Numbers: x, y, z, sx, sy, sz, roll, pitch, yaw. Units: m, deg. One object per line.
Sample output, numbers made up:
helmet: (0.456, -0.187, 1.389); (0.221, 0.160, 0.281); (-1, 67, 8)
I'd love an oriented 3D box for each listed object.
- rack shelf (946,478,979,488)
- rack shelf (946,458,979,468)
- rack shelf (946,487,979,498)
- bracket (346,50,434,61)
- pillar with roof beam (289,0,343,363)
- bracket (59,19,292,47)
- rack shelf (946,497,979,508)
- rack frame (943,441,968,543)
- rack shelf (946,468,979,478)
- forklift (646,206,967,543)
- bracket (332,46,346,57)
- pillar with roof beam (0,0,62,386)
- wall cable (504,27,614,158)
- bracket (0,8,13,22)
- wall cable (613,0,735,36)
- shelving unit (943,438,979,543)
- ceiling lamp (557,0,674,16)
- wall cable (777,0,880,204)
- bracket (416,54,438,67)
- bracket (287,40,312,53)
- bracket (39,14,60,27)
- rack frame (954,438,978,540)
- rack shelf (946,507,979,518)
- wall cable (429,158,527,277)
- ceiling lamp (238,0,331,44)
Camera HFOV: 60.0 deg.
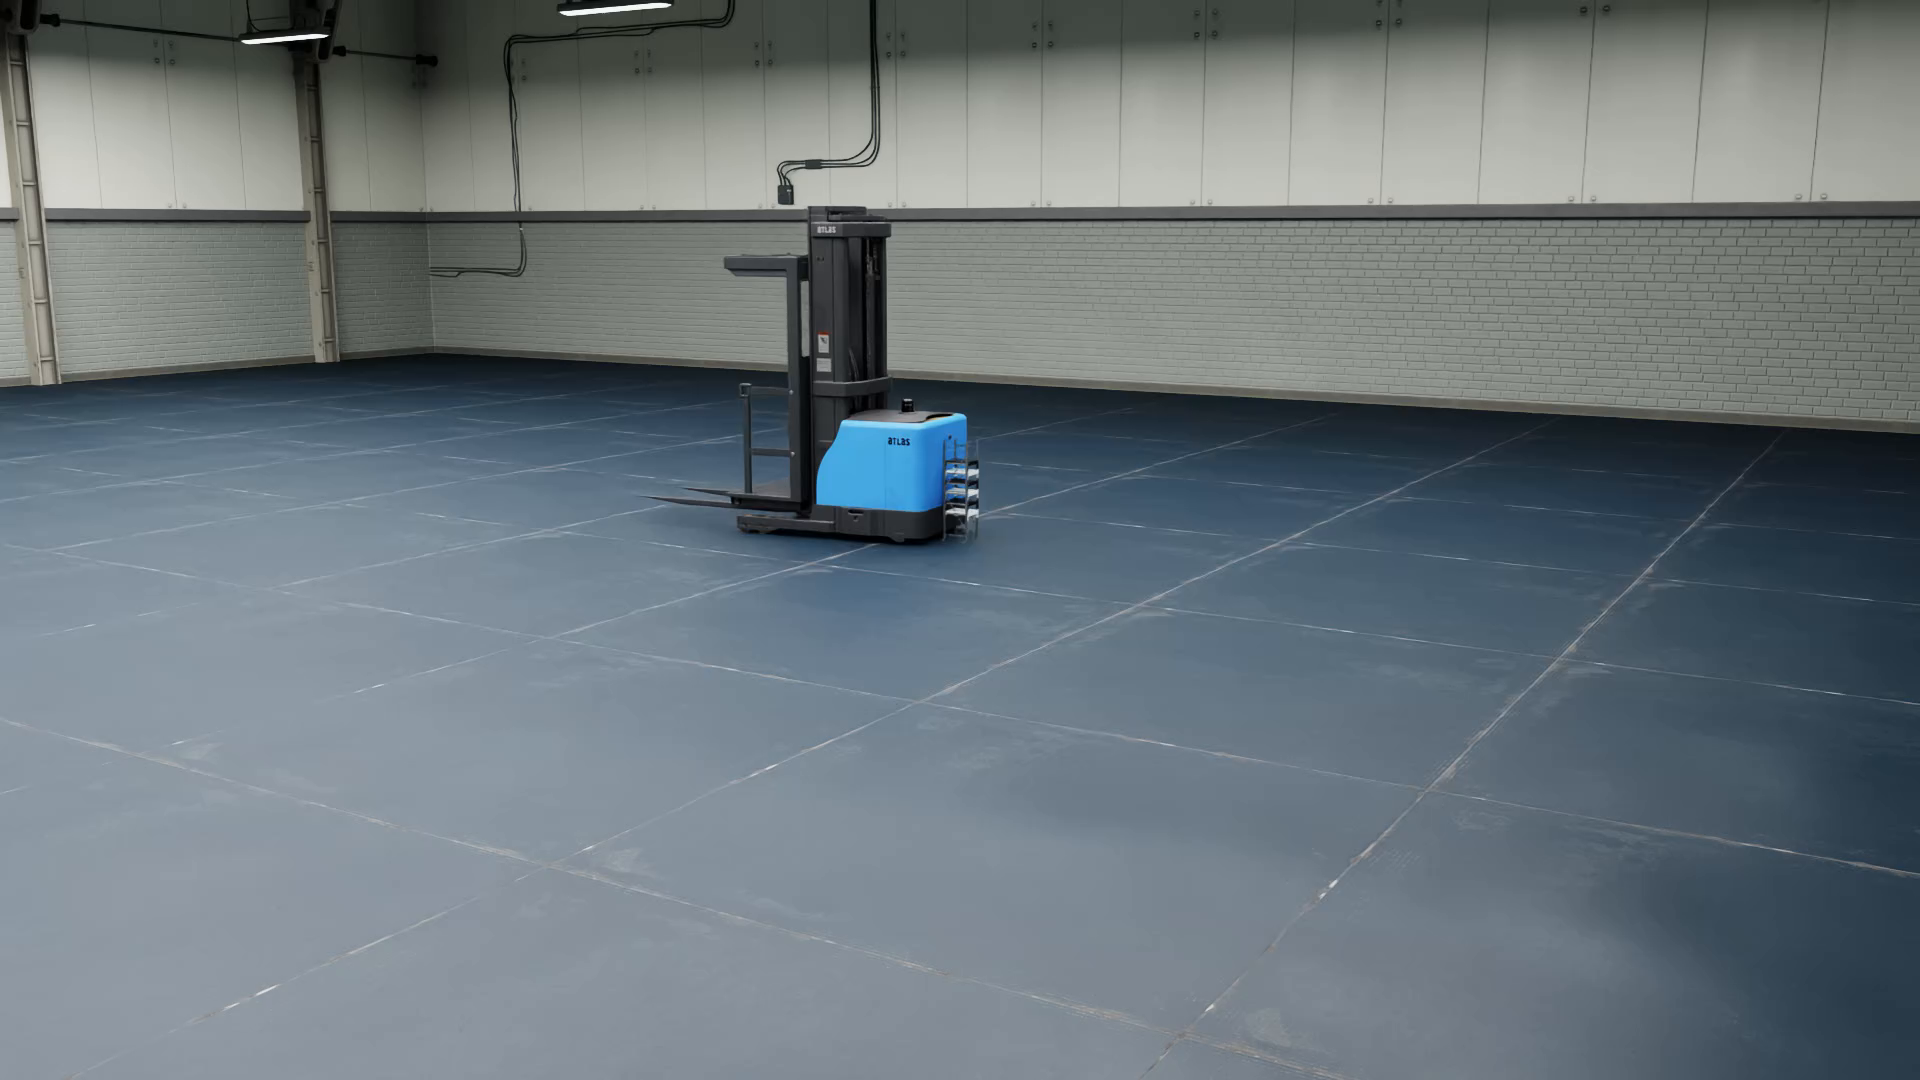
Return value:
rack shelf: (0.008, -0.496, 14.763); (0.258, 0.077, 0.200); (5, 12, 27)
rack shelf: (0.008, -0.673, 14.730); (0.258, 0.077, 0.200); (5, 12, 27)
rack shelf: (0.008, -0.407, 14.780); (0.258, 0.077, 0.200); (5, 12, 27)
bracket: (-11.794, -10.233, 35.294); (0.076, 0.066, 3.189); (6, 12, 31)
pillar with roof beam: (-9.557, -7.742, 31.766); (9.100, 9.000, 0.548); (6, 12, 31)
bracket: (-14.486, -9.418, 30.938); (0.076, 0.066, 4.783); (6, 12, 31)
rack shelf: (0.008, -0.319, 14.796); (0.258, 0.077, 0.200); (5, 12, 27)
rack frame: (-0.039, -0.424, 14.685); (0.240, 0.900, 0.006); (5, 12, 27)
rack shelf: (0.008, -0.584, 14.747); (0.258, 0.077, 0.200); (5, 12, 27)
forklift: (-1.485, -1.575, 15.319); (3.031, 2.935, 1.130); (5, 12, 24)
bracket: (-12.718, -9.954, 33.799); (0.235, 0.232, 0.430); (6, 12, 31)
pillar with roof beam: (-12.672, -6.798, 26.726); (9.100, 9.000, 0.548); (6, 12, 31)
wall cable: (-8.265, -9.188, 34.204); (3.097, 2.526, 0.112); (6, 12, 31)
bracket: (-16.264, -8.879, 28.062); (0.235, 0.232, 0.430); (6, 12, 31)
wall cable: (-5.620, -11.128, 32.206); (3.097, 2.526, 0.112); (6, 12, 31)
shelving unit: (0.008, -0.440, 14.774); (0.258, 0.900, 0.210); (5, 12, 27)
ceiling lamp: (-4.867, -9.255, 23.985); (2.000, 3.185, 0.800); (6, 12, 31)
wall cable: (-2.471, -9.252, 30.592); (2.305, 6.003, 0.169); (6, 12, 31)
bracket: (-11.487, -10.326, 35.790); (0.235, 0.232, 0.430); (6, 12, 31)
bracket: (-13.149, -9.823, 33.102); (0.235, 0.232, 0.430); (6, 12, 31)
bracket: (-15.833, -9.010, 28.759); (0.235, 0.232, 0.430); (6, 12, 31)
rack frame: (0.054, -0.457, 14.863); (0.240, 0.900, 0.006); (5, 12, 27)
rack shelf: (0.008, -0.230, 14.813); (0.258, 0.077, 0.200); (5, 12, 27)
wall cable: (-10.577, -6.964, 36.049); (3.097, 2.526, 0.112); (6, 12, 31)
ceiling lamp: (-11.183, -9.961, 27.756); (2.000, 3.185, 0.800); (6, 12, 31)
